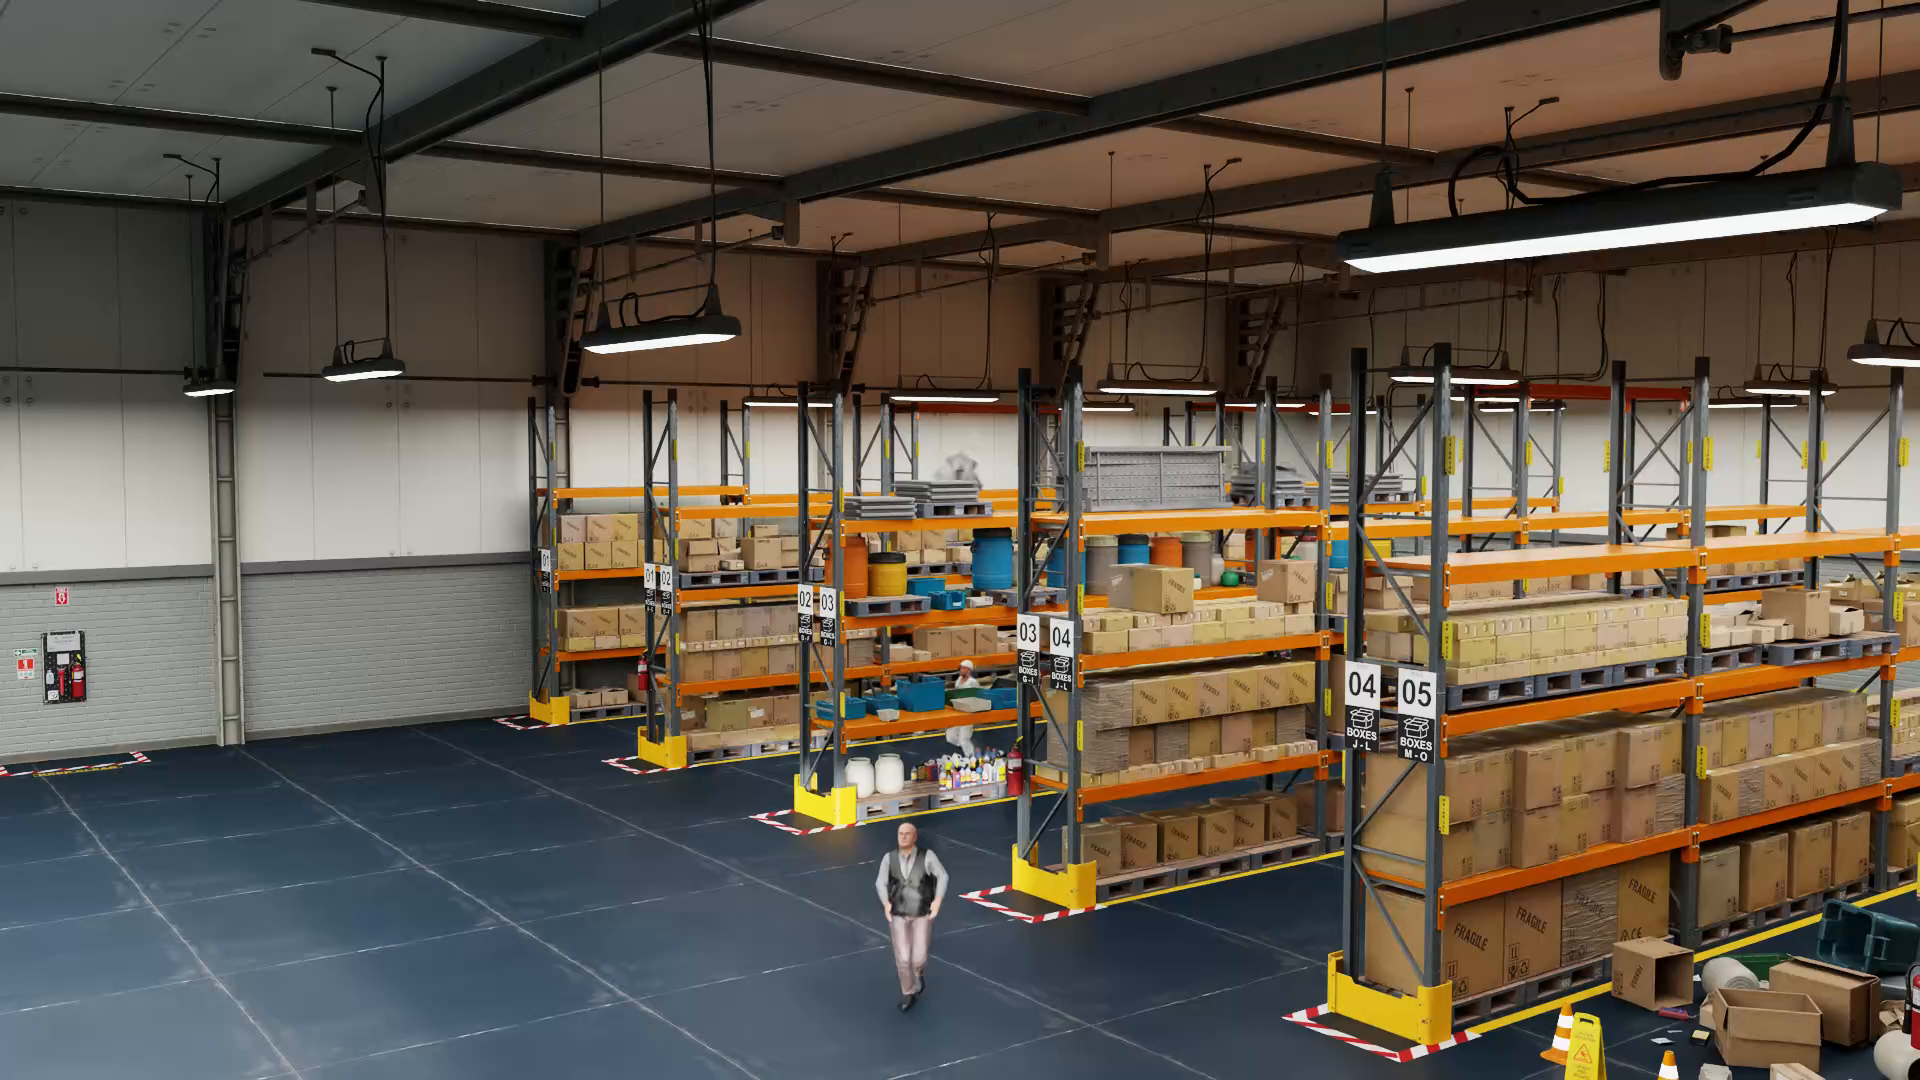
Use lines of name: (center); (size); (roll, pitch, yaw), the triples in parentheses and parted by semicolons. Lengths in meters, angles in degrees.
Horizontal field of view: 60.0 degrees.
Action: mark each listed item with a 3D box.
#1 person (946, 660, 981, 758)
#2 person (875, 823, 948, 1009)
person: (0.043, 2.750, 26.111); (0.587, 1.739, 0.656); (-3, 4, -40)
person: (-0.454, 3.431, 15.198); (0.668, 1.683, 0.523); (0, 3, 7)
